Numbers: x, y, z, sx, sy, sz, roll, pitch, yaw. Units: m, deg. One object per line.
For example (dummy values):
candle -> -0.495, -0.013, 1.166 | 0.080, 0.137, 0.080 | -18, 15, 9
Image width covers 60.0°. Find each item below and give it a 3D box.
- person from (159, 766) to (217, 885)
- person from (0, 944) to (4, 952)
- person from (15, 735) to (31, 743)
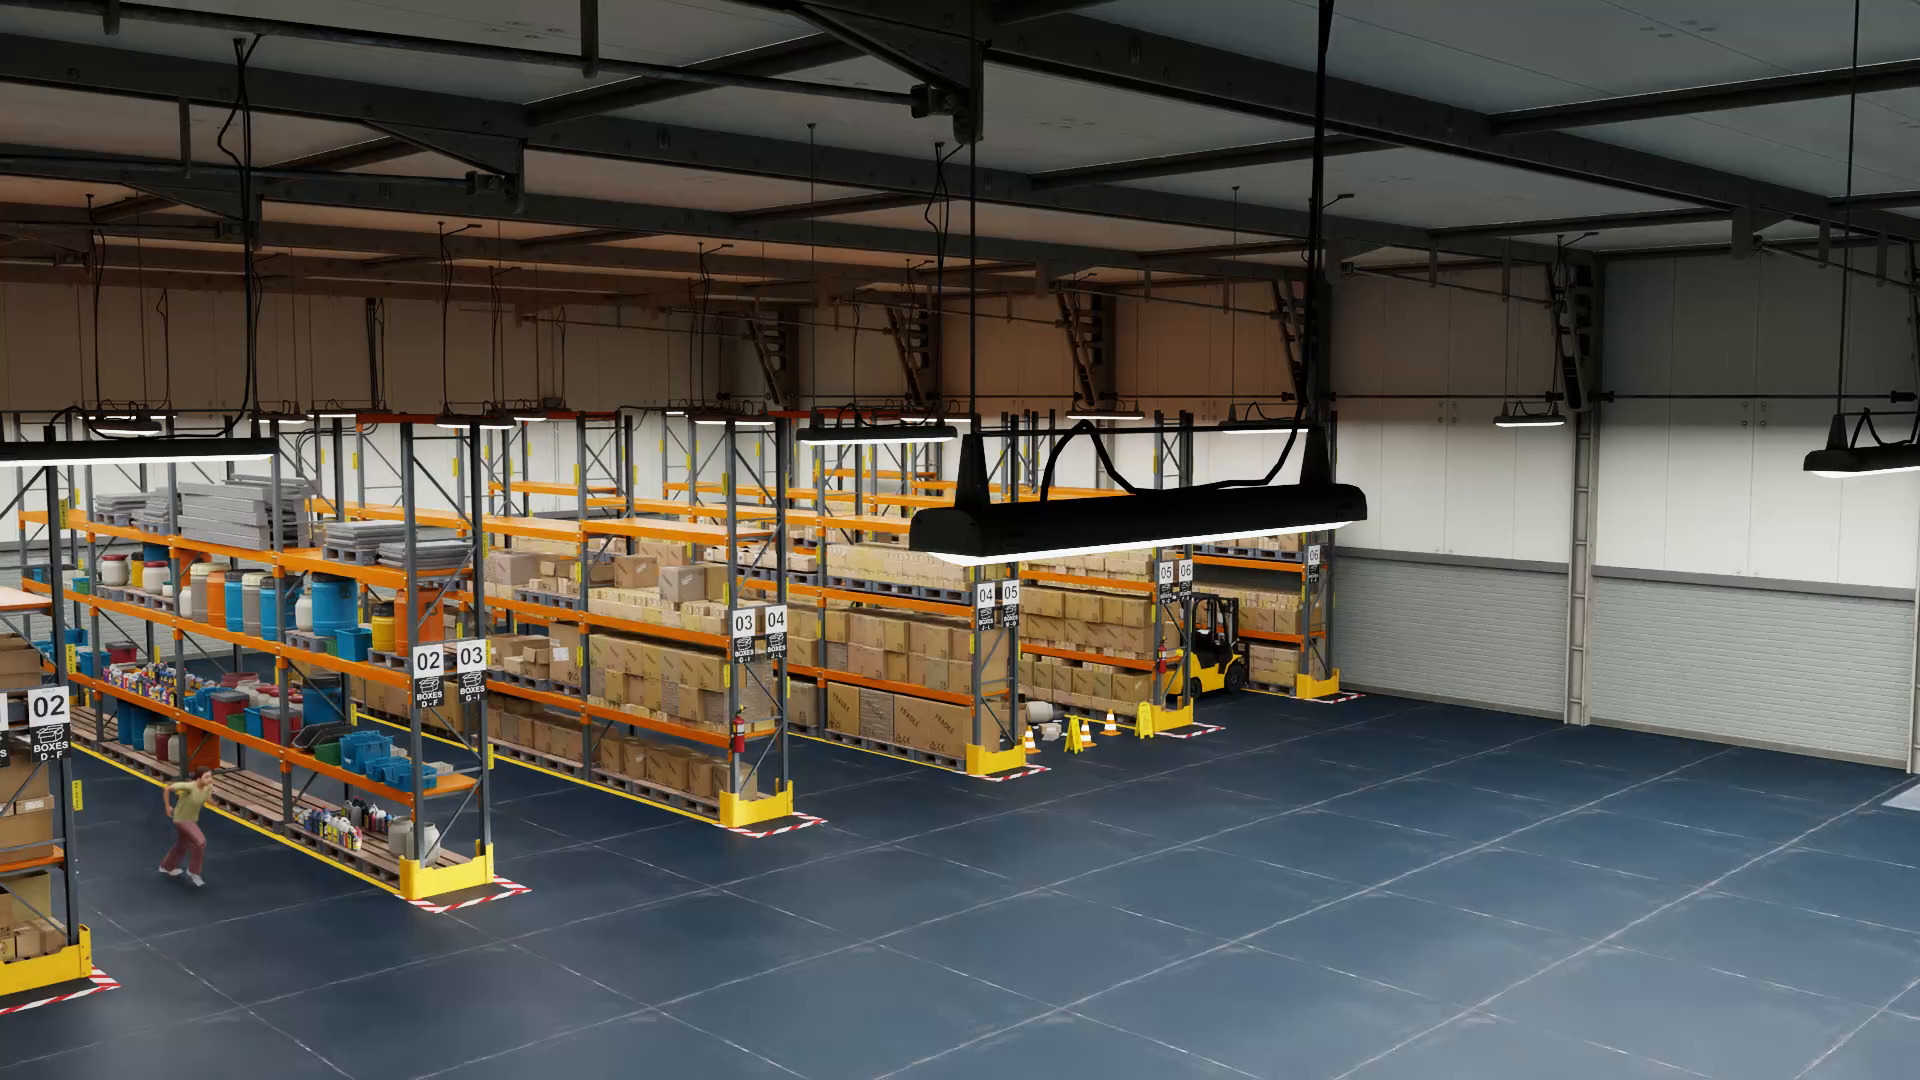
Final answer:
person -> -10.057, 3.712, 21.575 | 0.921, 1.573, 0.625 | 2, 5, 21
person -> -9.438, 4.118, 15.749 | 0.645, 1.708, 0.638 | -2, 5, -21
person -> -13.851, 3.256, 24.582 | 1.011, 1.762, 0.645 | 3, 6, 34
